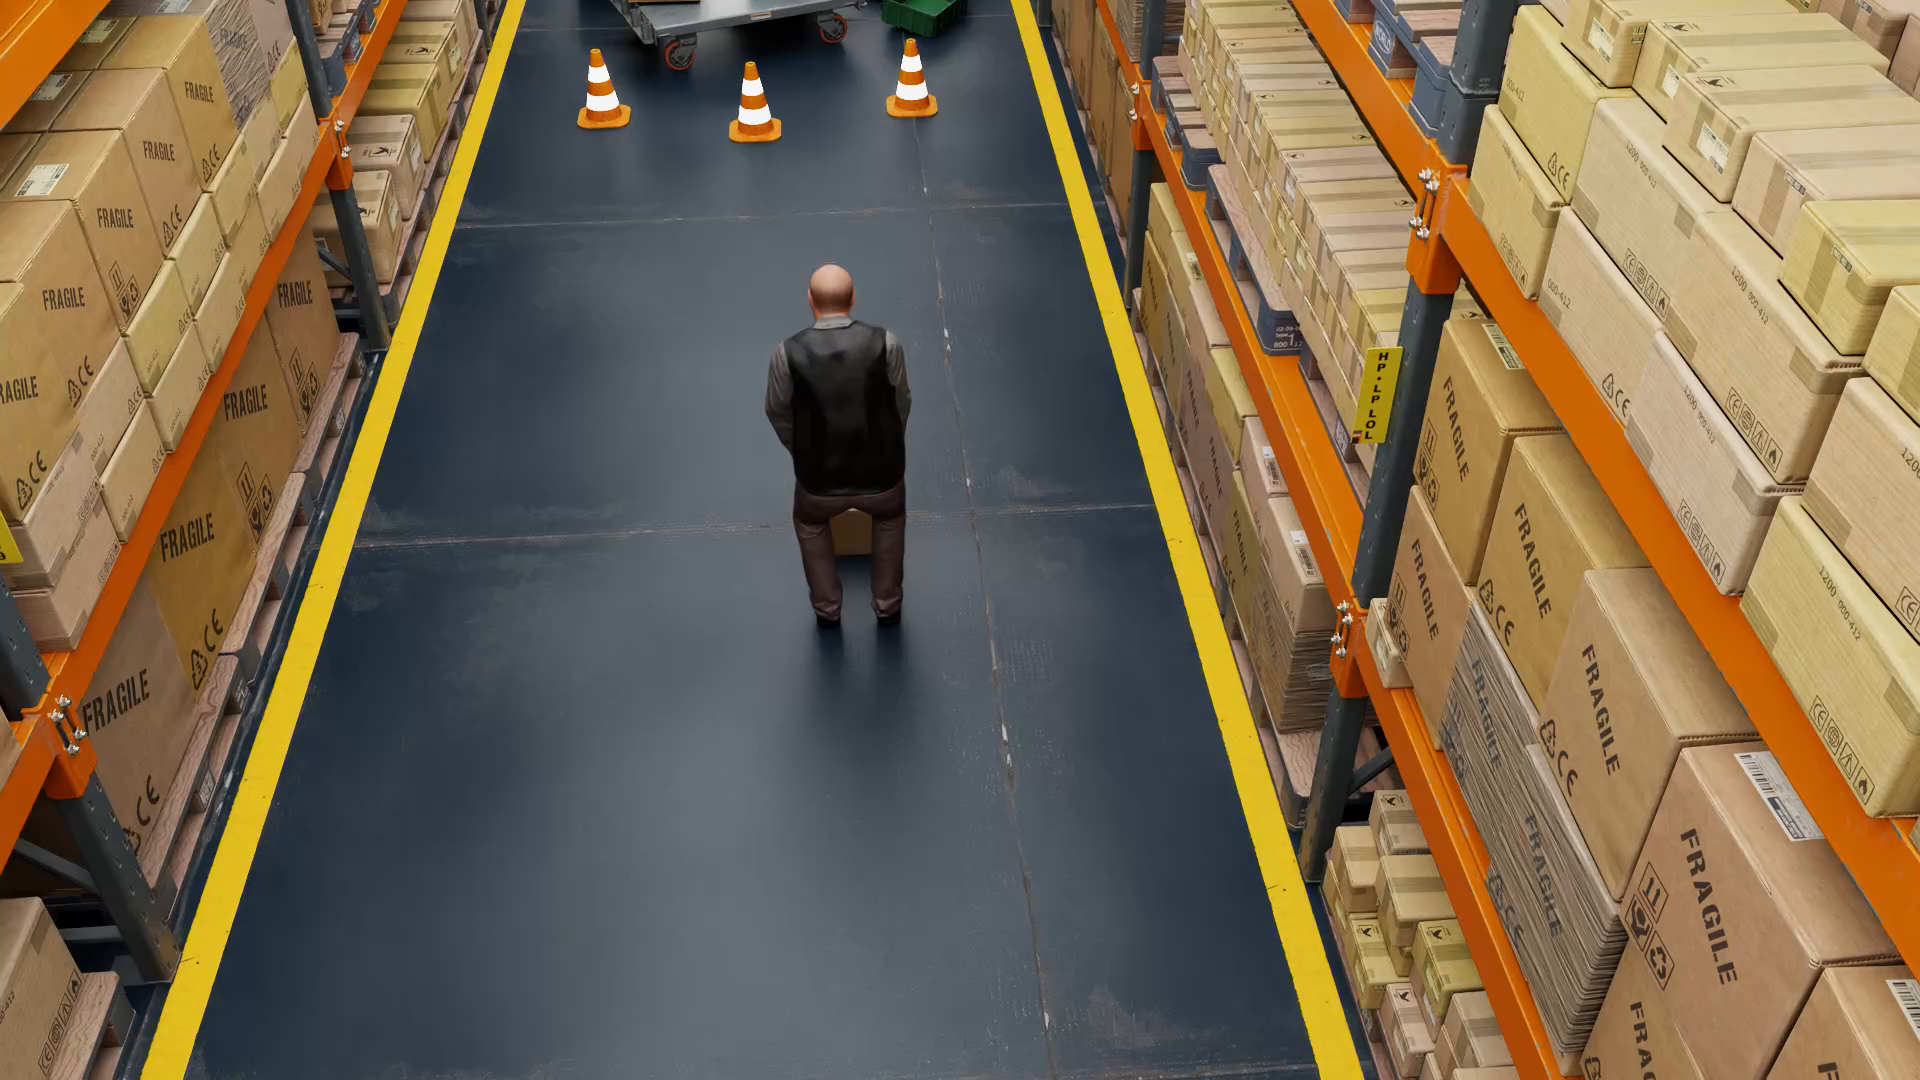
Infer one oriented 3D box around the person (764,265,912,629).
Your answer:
[{"bbox_3d":[-0.478,-0.318,6.706,0.583,1.560,0.579,-3,39,-3],"label":"person"}]
